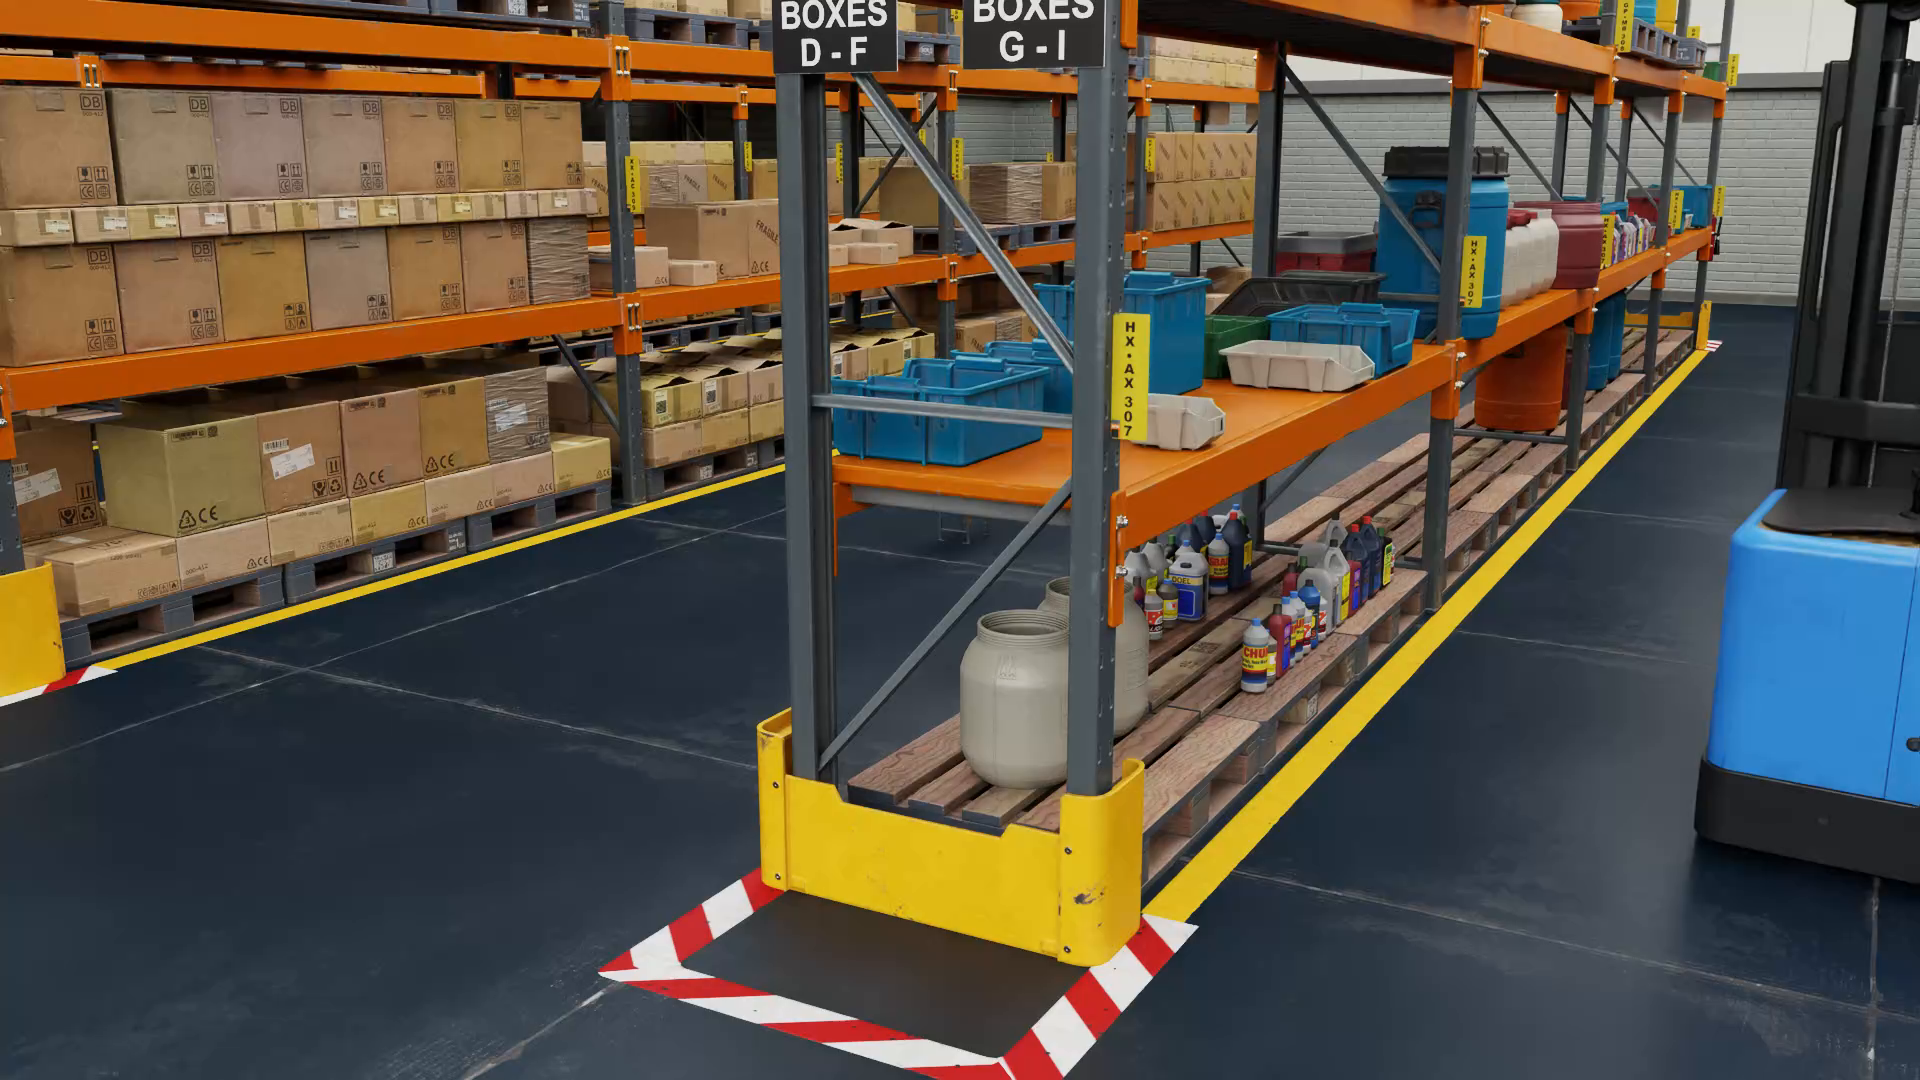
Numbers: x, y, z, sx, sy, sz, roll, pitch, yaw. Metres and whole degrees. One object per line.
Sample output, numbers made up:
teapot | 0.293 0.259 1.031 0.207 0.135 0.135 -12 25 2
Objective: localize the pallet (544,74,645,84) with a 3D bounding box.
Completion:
pallet | -4.043 -4.846 17.237 1.003 0.211 1.213 8 16 31

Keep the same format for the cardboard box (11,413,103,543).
cardboard box | -4.377 -0.286 7.689 0.500 0.500 0.500 7 15 28

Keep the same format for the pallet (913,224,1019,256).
pallet | -0.242 -2.605 14.348 1.213 0.211 1.003 7 15 28

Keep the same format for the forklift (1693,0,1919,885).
forklift | 3.599 -0.638 5.924 1.130 2.935 3.031 9 16 33

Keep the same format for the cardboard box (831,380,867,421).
cardboard box | -1.041 -1.074 12.560 0.500 0.250 0.500 8 16 29

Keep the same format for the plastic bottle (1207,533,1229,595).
plastic bottle | 1.175 0.106 7.577 0.097 0.271 0.097 0 14 0

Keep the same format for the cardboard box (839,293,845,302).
cardboard box | -1.714 -3.381 21.596 0.700 0.500 0.500 7 15 26

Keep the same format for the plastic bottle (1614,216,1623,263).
plastic bottle | 5.070 -2.334 12.921 0.144 0.351 0.185 7 15 28

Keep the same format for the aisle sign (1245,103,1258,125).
aisle sign | 3.661 -5.436 20.133 0.394 0.787 0.004 7 15 28

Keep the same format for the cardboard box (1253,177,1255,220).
cardboard box | 3.381 -4.118 20.003 0.500 0.500 0.500 8 16 30

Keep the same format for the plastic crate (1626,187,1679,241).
plastic crate | 6.411 -3.025 15.416 0.402 0.464 0.583 7 15 28

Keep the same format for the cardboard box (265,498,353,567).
cardboard box | -3.441 -0.068 8.385 0.500 0.250 0.500 7 15 28

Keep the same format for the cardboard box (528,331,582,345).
cardboard box | -4.376 -2.407 16.808 0.750 0.750 0.750 7 15 27

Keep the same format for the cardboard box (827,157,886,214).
cardboard box | -1.558 -4.643 21.751 0.980 0.700 0.700 7 15 28

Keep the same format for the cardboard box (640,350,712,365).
cardboard box | -2.007 -1.196 11.868 0.500 0.311 0.500 7 15 28

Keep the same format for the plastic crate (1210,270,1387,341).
plastic crate | 1.528 -1.045 7.602 0.767 0.338 0.504 7 15 28

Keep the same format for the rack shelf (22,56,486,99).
rack shelf | -5.813 -3.810 14.072 1.077 0.370 4.000 7 15 28

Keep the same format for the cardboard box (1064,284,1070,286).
cardboard box | 1.453 -2.520 17.980 0.500 0.500 0.500 7 15 28

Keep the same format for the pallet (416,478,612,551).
pallet | -2.863 -0.217 9.982 1.003 0.211 1.213 7 15 28

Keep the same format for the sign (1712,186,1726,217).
sign | 8.183 -3.651 17.929 0.100 0.325 0.005 7 15 28

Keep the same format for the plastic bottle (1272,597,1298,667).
plastic bottle | 1.274 0.358 6.533 0.097 0.271 0.097 0 14 0

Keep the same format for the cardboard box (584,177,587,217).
cardboard box | -4.126 -3.492 16.726 0.500 0.500 0.500 8 16 30

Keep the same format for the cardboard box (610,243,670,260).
cardboard box | -2.177 -1.866 11.162 0.396 0.266 0.258 7 15 27

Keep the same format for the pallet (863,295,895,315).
pallet | -1.297 -3.224 22.458 1.003 0.211 1.213 7 15 28

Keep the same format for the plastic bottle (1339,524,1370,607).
plastic bottle | 1.741 0.109 7.393 0.144 0.351 0.185 7 15 25

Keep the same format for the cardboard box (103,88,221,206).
cardboard box | -3.863 -1.803 7.631 0.700 0.500 0.500 7 15 27

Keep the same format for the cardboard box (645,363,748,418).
cardboard box | -1.777 -1.029 11.177 0.500 0.311 0.500 7 15 27

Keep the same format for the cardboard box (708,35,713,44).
cardboard box | -2.779 -6.105 19.666 0.500 0.500 0.500 7 15 28

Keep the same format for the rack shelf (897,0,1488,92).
rack shelf | 0.926 -1.867 6.012 1.077 0.370 4.000 7 15 28

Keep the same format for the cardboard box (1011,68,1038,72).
cardboard box | 0.171 -4.363 14.616 0.910 0.500 0.500 7 15 28

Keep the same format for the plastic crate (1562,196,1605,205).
plastic crate | 5.687 -2.966 15.341 0.392 0.384 0.575 7 15 28

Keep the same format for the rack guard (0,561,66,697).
rack guard | -4.387 0.310 7.180 1.175 0.500 0.348 7 15 28

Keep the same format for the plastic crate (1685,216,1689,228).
plastic crate | 7.305 -3.286 17.198 0.396 0.136 0.243 7 15 28

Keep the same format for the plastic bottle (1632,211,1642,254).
plastic bottle | 5.602 -2.560 13.859 0.144 0.351 0.185 7 15 28

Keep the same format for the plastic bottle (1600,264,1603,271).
plastic bottle | 4.647 -2.102 12.101 0.061 0.283 0.133 7 15 28

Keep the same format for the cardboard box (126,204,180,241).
cardboard box | -3.750 -1.436 7.490 0.380 0.149 0.250 7 15 28

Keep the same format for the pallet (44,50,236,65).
pallet | -6.388 -3.773 12.783 1.213 0.211 1.003 7 15 28

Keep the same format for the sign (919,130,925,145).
sign | -0.510 -5.367 22.419 0.100 0.325 0.005 7 15 28

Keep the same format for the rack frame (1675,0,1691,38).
rack frame | 5.760 -5.726 14.086 1.000 3.000 0.127 7 15 28

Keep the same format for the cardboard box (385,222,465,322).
cardboard box | -3.146 -1.476 9.043 0.700 0.500 0.500 8 16 29

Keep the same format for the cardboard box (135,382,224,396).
cardboard box | -6.439 -1.443 13.512 0.700 0.500 0.500 8 16 30

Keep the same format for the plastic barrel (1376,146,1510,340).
plastic barrel | 2.345 -1.457 8.108 0.600 0.901 0.708 7 15 28

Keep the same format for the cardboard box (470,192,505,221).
cardboard box | -2.757 -1.856 9.235 0.380 0.149 0.250 7 15 28

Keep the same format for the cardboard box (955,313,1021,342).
cardboard box | 0.210 -1.719 14.659 0.500 0.500 0.500 7 15 26

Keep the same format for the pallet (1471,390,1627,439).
pallet | 4.762 -1.050 13.436 1.003 0.211 1.213 7 15 28

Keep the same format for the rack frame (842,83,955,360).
rack frame | -0.508 -2.551 13.716 1.000 3.000 0.127 7 15 28

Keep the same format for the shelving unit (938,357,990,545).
shelving unit | 0.026 -0.521 9.456 0.215 1.050 0.252 7 15 28

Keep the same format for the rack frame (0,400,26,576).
rack frame | -4.375 -0.910 6.908 1.000 3.000 0.127 7 15 28

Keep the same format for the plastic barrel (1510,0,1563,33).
plastic barrel | 3.416 -3.093 9.858 0.301 0.262 0.301 0 14 0

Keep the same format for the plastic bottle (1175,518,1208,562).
plastic bottle | 1.048 0.063 7.587 0.144 0.351 0.185 7 15 26
